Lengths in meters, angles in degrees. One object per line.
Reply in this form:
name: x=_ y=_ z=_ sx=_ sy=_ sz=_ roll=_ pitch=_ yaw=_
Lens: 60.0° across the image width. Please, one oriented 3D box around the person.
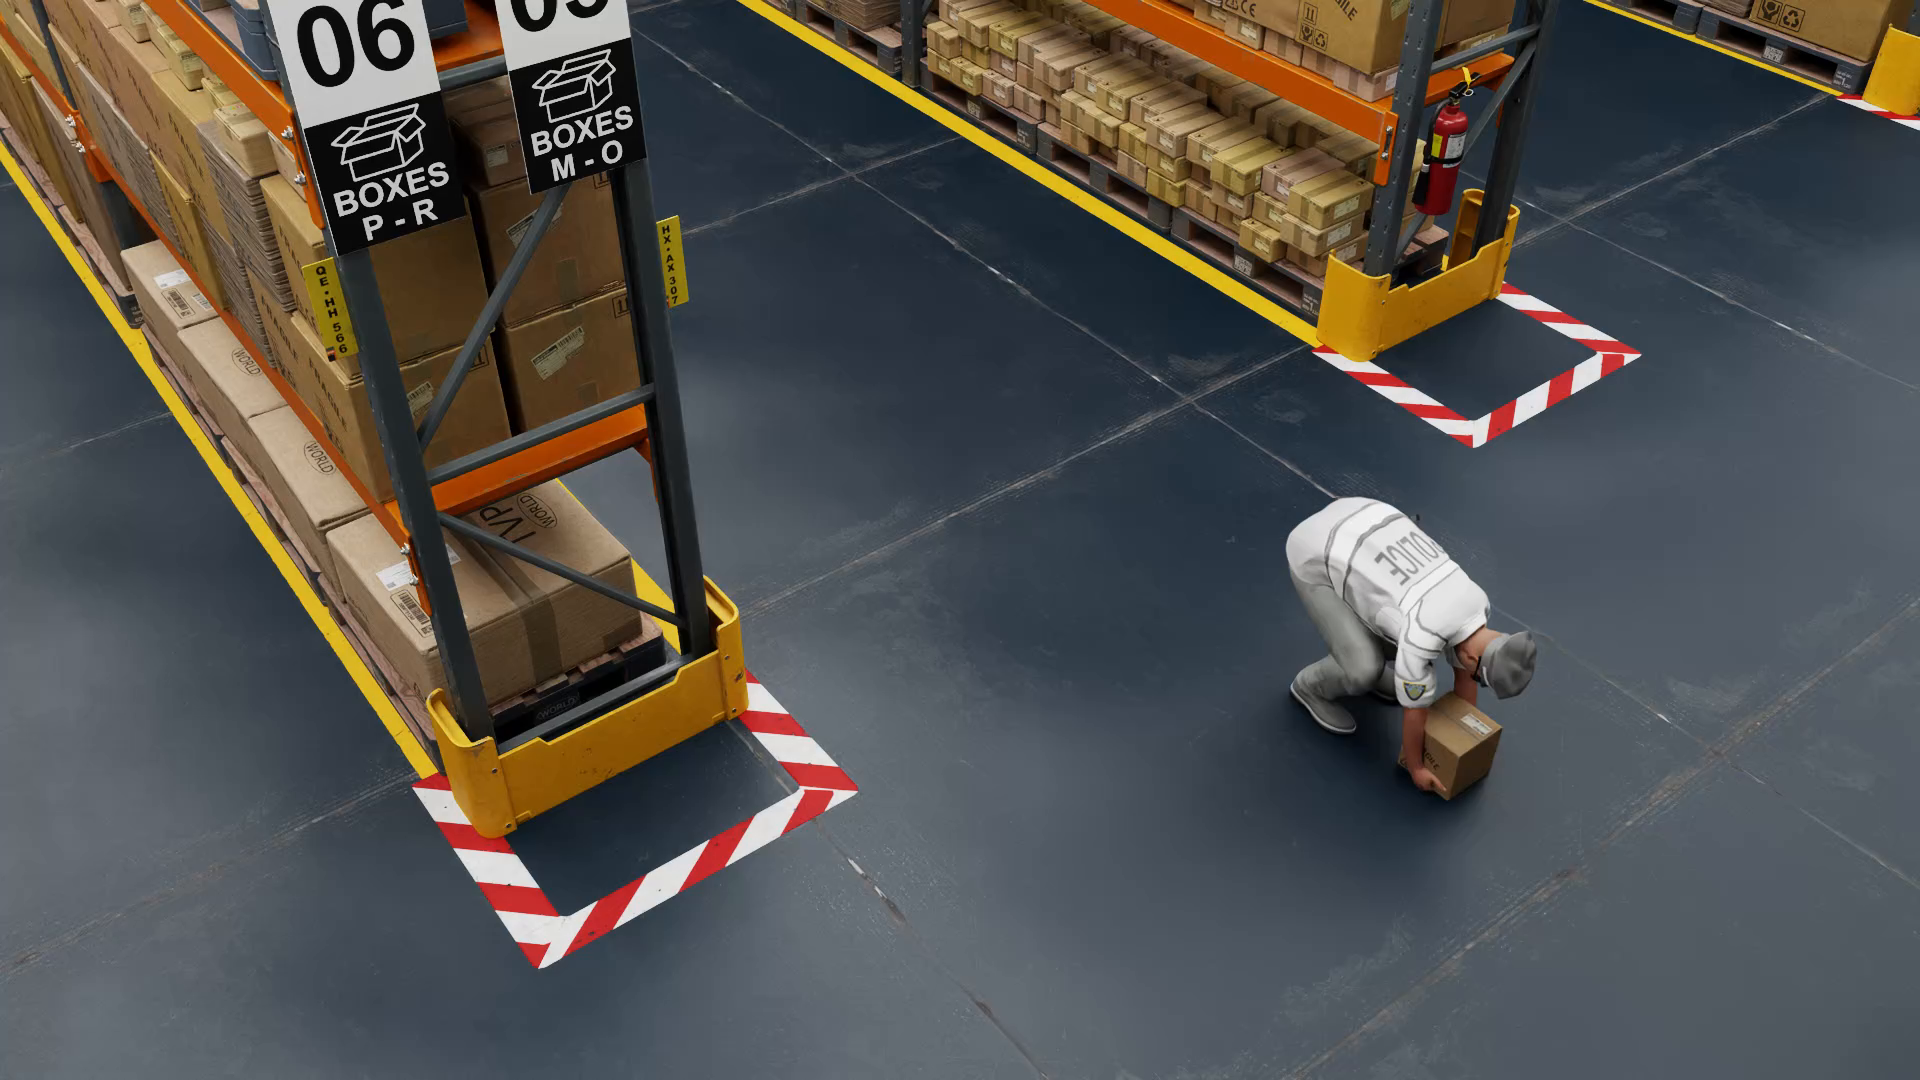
person: x=1.691 y=0.380 z=6.360 sx=0.545 sy=0.921 sz=1.026 roll=-28 pitch=48 yaw=-29
